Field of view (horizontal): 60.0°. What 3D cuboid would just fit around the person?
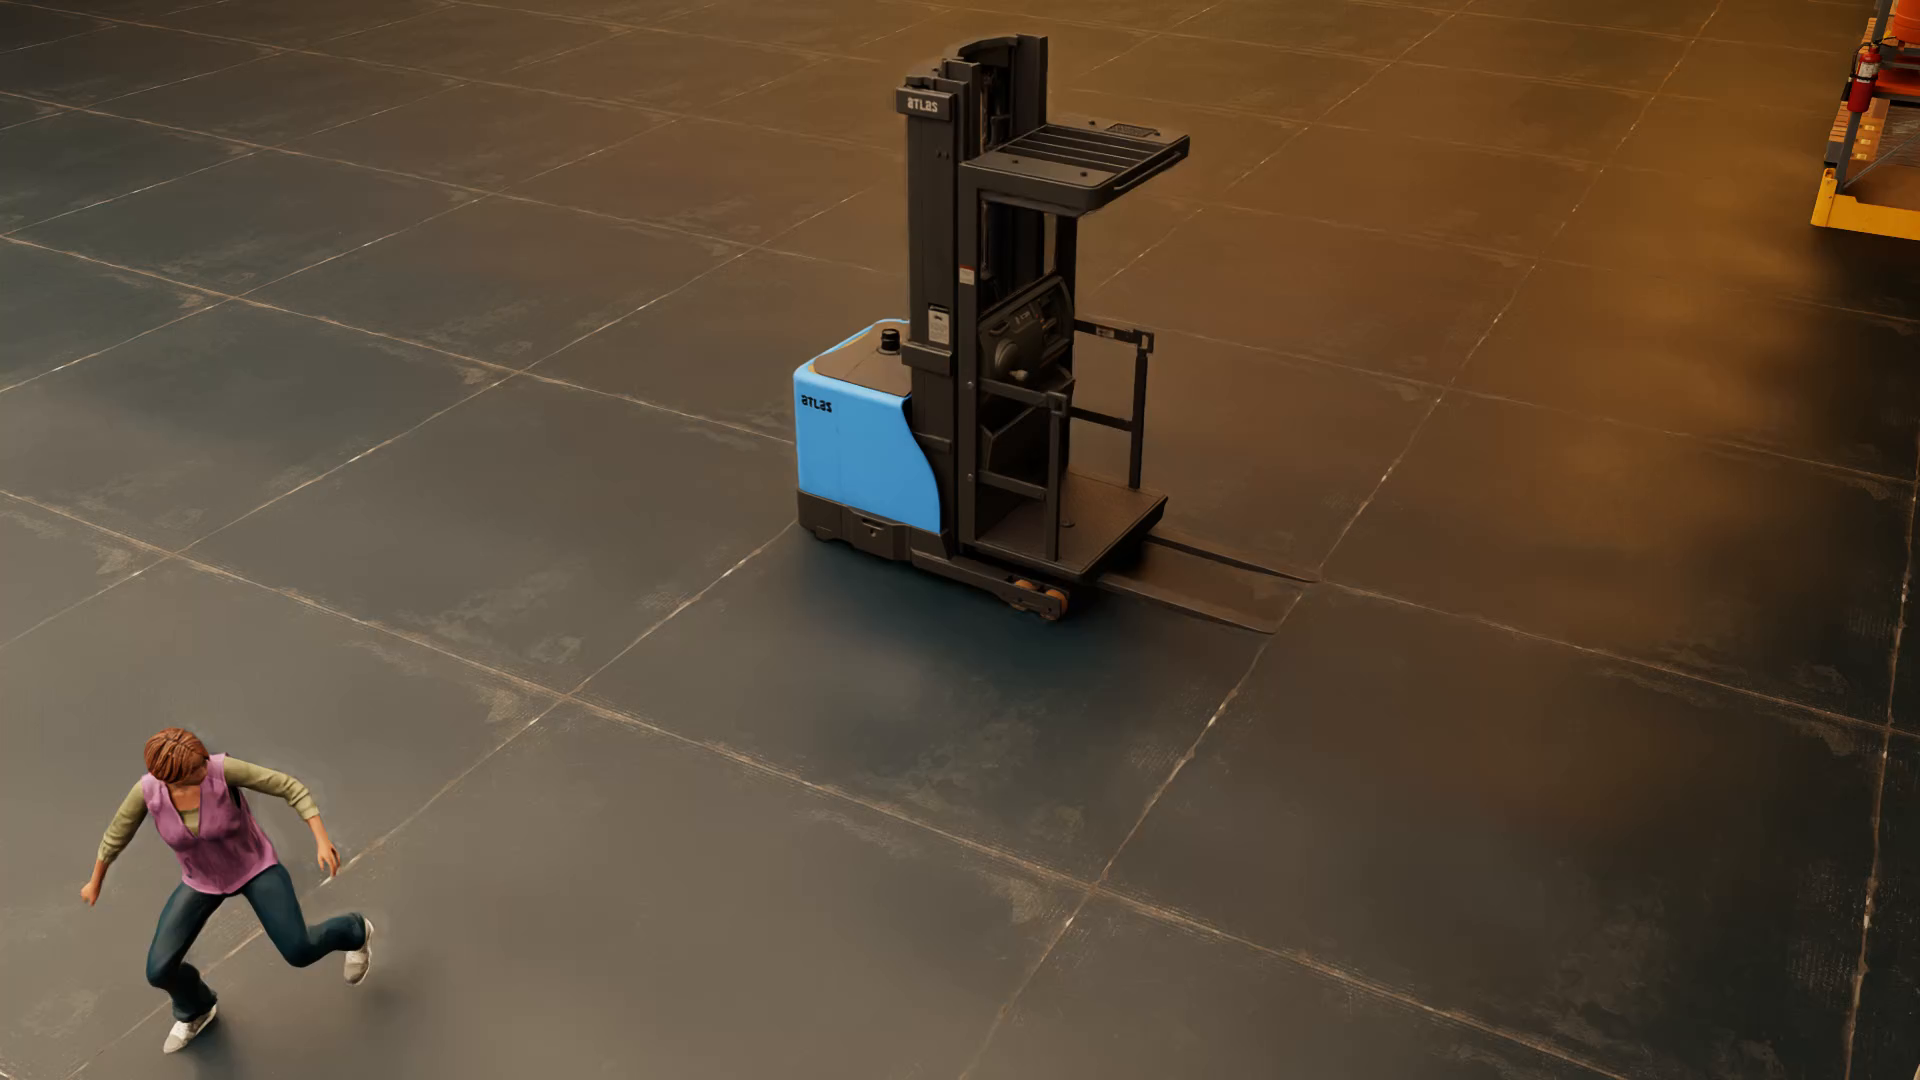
[{"bbox_3d":[-2.850,1.298,6.344,0.982,1.472,0.468,-4,30,-8],"label":"person"}]

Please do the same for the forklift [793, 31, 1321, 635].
[{"bbox_3d":[0.540,-1.128,9.026,3.031,2.935,1.130,17,34,27],"label":"forklift"}]
